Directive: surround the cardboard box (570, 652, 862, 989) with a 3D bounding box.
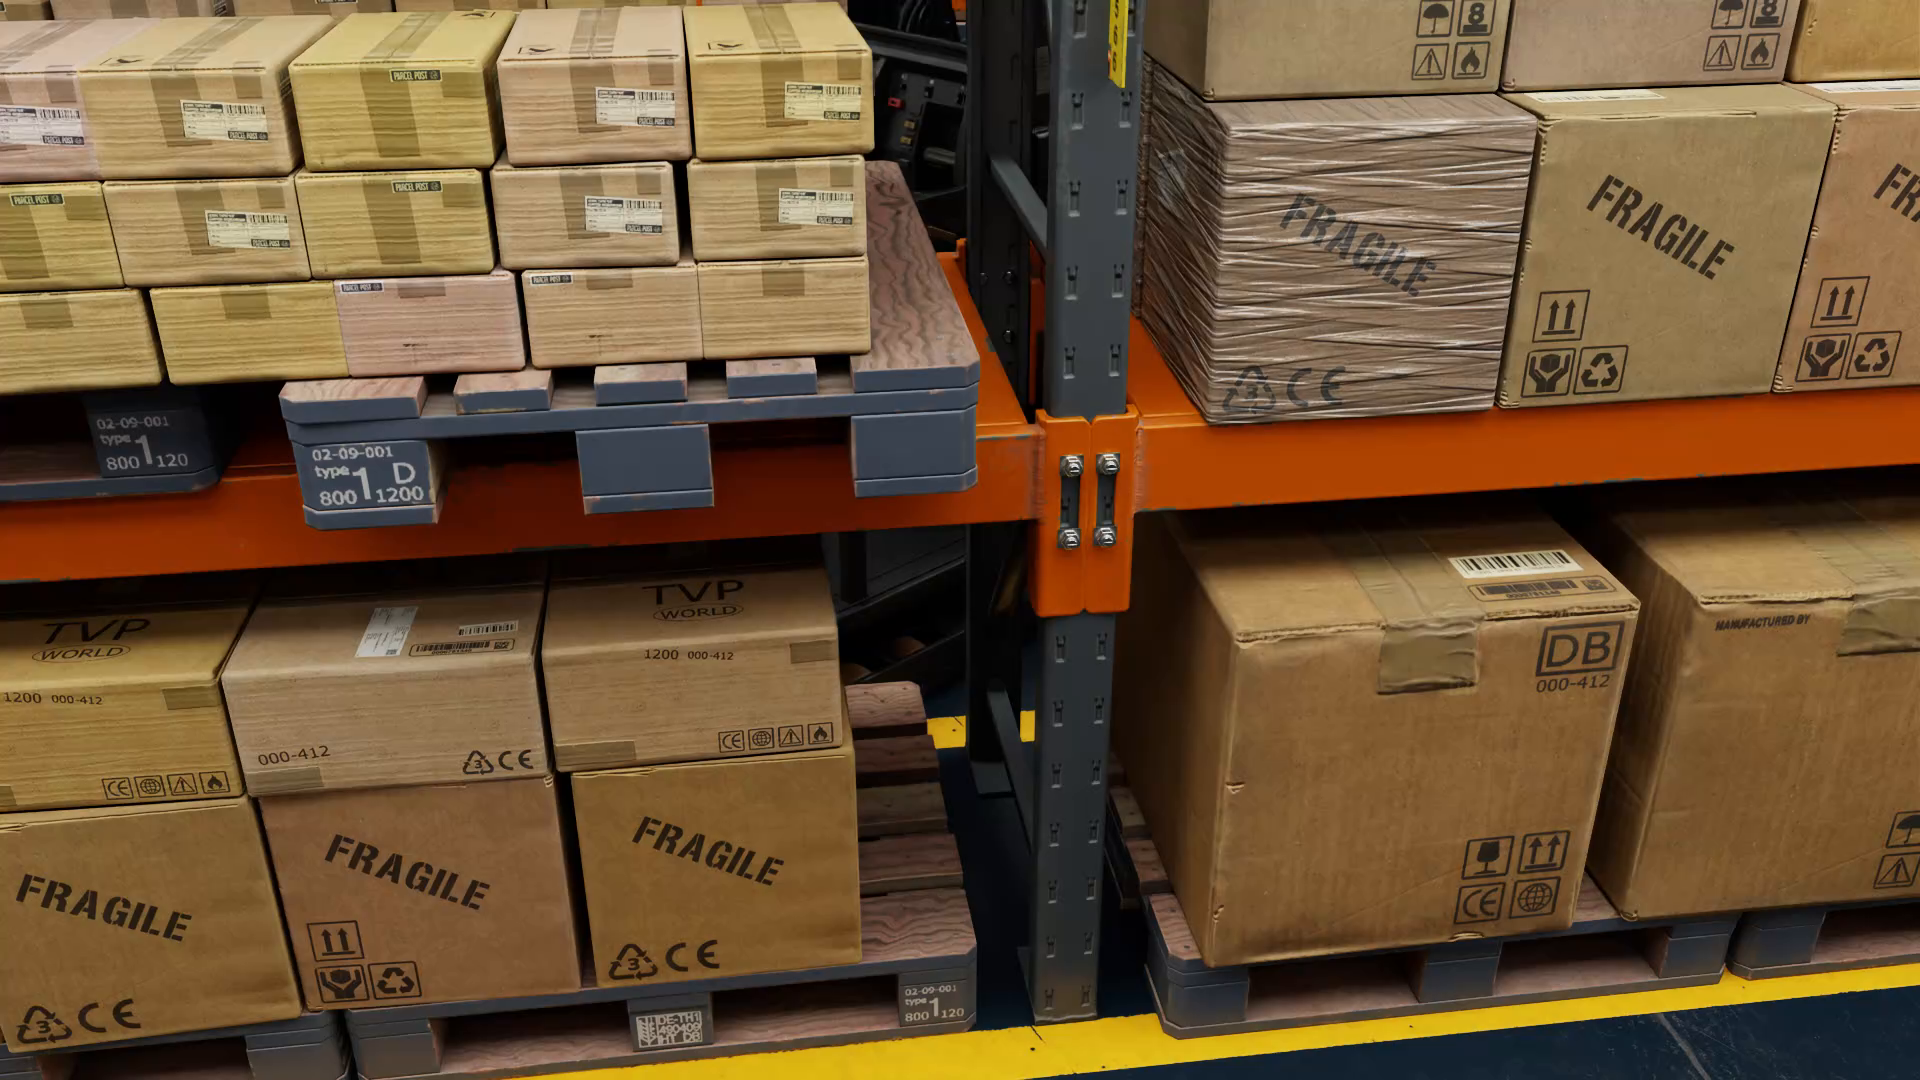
[{"bbox_3d":[-0.471,0.499,3.270,0.500,0.500,0.500,-4,27,-7],"label":"cardboard box"}]

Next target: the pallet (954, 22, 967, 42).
[{"bbox_3d":[-0.520,-3.855,12.532,1.213,0.211,1.003,-4,27,-7],"label":"pallet"}]

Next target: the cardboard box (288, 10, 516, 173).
[{"bbox_3d":[-0.785,-0.656,2.406,0.250,0.149,0.380,-3,27,-6],"label":"cardboard box"}]

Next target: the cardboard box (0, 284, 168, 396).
[{"bbox_3d":[-1.294,-0.359,2.478,0.250,0.149,0.380,-5,28,-9],"label":"cardboard box"}]

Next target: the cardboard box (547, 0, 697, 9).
[{"bbox_3d":[-0.606,-0.966,3.010,0.250,0.149,0.380,-4,27,-9],"label":"cardboard box"}]

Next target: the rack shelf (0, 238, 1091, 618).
[{"bbox_3d":[-1.836,-0.139,3.023,4.000,0.370,1.077,-4,27,-7],"label":"rack shelf"}]

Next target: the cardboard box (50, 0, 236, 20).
[{"bbox_3d":[-1.379,-0.918,2.916,0.250,0.149,0.380,-2,27,-5],"label":"cardboard box"}]

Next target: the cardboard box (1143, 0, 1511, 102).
[{"bbox_3d":[0.591,-1.100,2.902,0.500,0.500,0.700,-4,27,-7],"label":"cardboard box"}]

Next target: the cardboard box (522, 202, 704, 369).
[{"bbox_3d":[-0.526,-0.407,2.573,0.250,0.149,0.380,-4,27,-7],"label":"cardboard box"}]

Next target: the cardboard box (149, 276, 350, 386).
[{"bbox_3d":[-1.028,-0.376,2.513,0.250,0.149,0.380,-4,27,-8],"label":"cardboard box"}]

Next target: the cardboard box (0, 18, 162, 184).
[{"bbox_3d":[-1.289,-0.625,2.345,0.250,0.149,0.380,-4,27,-7],"label":"cardboard box"}]

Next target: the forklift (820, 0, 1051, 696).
[{"bbox_3d":[-0.422,-1.083,4.149,3.031,2.935,1.130,-24,36,-38],"label":"forklift"}]

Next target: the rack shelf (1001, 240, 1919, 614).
[{"bbox_3d":[2.125,-0.393,3.519,4.000,0.370,1.077,-4,27,-7],"label":"rack shelf"}]

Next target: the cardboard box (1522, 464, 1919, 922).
[{"bbox_3d":[1.625,0.173,3.632,0.750,0.750,1.050,-3,27,-6],"label":"cardboard box"}]

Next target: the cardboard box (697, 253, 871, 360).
[{"bbox_3d":[-0.280,-0.422,2.602,0.250,0.149,0.380,-3,27,-6],"label":"cardboard box"}]

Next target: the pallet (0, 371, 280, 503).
[{"bbox_3d":[-1.810,-0.356,2.869,1.213,0.211,1.003,-4,27,-7],"label":"pallet"}]

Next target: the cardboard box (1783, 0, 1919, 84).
[{"bbox_3d":[1.599,-1.166,3.032,0.500,0.500,0.700,-4,27,-8],"label":"cardboard box"}]

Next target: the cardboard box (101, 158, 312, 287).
[{"bbox_3d":[-1.053,-0.505,2.438,0.250,0.149,0.380,-4,27,-7],"label":"cardboard box"}]

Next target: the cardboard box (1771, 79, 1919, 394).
[{"bbox_3d":[1.629,-0.603,3.029,0.500,0.500,0.500,-4,27,-7],"label":"cardboard box"}]

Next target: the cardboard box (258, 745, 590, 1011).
[{"bbox_3d":[-0.985,0.530,3.209,0.500,0.500,0.500,-3,27,-5],"label":"cardboard box"}]

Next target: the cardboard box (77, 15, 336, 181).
[{"bbox_3d":[-1.049,-0.637,2.370,0.250,0.149,0.380,-3,27,-6],"label":"cardboard box"}]

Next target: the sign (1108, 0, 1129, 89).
[{"bbox_3d":[0.230,-0.821,2.384,0.005,0.325,0.100,-4,27,-7],"label":"sign"}]

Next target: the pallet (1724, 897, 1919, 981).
[{"bbox_3d":[2.141,0.562,3.923,1.213,0.211,1.003,-4,27,-7],"label":"pallet"}]

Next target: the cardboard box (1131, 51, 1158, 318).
[{"bbox_3d":[0.553,-0.781,3.376,0.500,0.500,0.500,-4,27,-7],"label":"cardboard box"}]

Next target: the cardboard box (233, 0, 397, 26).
[{"bbox_3d":[-1.112,-0.936,2.951,0.250,0.149,0.380,-5,28,-9],"label":"cardboard box"}]

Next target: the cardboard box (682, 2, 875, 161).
[{"bbox_3d":[-0.277,-0.688,2.468,0.250,0.149,0.380,-5,28,-9],"label":"cardboard box"}]

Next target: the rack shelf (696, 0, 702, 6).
[{"bbox_3d":[-2.626,-2.370,7.372,4.000,0.370,1.077,-4,27,-7],"label":"rack shelf"}]

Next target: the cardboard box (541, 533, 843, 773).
[{"bbox_3d":[-0.496,0.167,3.095,0.500,0.250,0.500,-4,27,-8],"label":"cardboard box"}]

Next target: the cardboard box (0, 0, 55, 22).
[{"bbox_3d":[-1.641,-0.900,2.881,0.250,0.149,0.380,-3,27,-6],"label":"cardboard box"}]

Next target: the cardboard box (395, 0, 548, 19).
[{"bbox_3d":[-0.849,-0.952,2.984,0.250,0.149,0.380,-4,27,-7],"label":"cardboard box"}]

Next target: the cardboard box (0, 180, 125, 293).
[{"bbox_3d":[-1.300,-0.490,2.409,0.250,0.149,0.380,-4,27,-7],"label":"cardboard box"}]

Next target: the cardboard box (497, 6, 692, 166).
[{"bbox_3d":[-0.526,-0.673,2.439,0.250,0.149,0.380,-4,27,-8],"label":"cardboard box"}]

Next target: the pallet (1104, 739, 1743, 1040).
[{"bbox_3d":[0.936,0.638,3.775,1.213,0.211,1.003,-4,27,-7],"label":"pallet"}]

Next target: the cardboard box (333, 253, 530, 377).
[{"bbox_3d":[-0.781,-0.391,2.541,0.250,0.149,0.380,-3,27,-6],"label":"cardboard box"}]

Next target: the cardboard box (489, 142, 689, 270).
[{"bbox_3d":[-0.545,-0.539,2.503,0.250,0.149,0.380,-3,27,-5],"label":"cardboard box"}]

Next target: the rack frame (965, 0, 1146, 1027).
[{"bbox_3d":[0.145,-0.586,3.107,0.127,3.000,1.000,-4,27,-7],"label":"rack frame"}]

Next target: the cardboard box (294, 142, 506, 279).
[{"bbox_3d":[-0.805,-0.521,2.468,0.250,0.149,0.380,-3,27,-6],"label":"cardboard box"}]

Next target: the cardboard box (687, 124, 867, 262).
[{"bbox_3d":[-0.281,-0.556,2.538,0.250,0.149,0.380,-3,27,-6],"label":"cardboard box"}]

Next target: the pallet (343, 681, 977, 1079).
[{"bbox_3d":[-0.629,0.703,3.648,1.213,0.211,1.003,-4,27,-7],"label":"pallet"}]

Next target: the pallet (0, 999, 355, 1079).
[{"bbox_3d":[-1.835,0.780,3.499,1.213,0.211,1.003,-4,27,-7],"label":"pallet"}]

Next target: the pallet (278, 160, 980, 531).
[{"bbox_3d":[-0.546,-0.407,2.968,1.003,0.211,1.213,-4,27,-7],"label":"pallet"}]

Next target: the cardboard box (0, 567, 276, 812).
[{"bbox_3d":[-1.500,0.230,2.973,0.500,0.250,0.500,-3,27,-6],"label":"cardboard box"}]

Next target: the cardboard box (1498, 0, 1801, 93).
[{"bbox_3d":[1.091,-1.132,2.966,0.500,0.500,0.700,-4,27,-8],"label":"cardboard box"}]

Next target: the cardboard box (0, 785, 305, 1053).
[{"bbox_3d":[-1.507,0.571,3.129,0.500,0.500,0.500,-5,28,-9],"label":"cardboard box"}]

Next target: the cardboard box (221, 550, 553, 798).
[{"bbox_3d":[-0.995,0.205,3.022,0.500,0.250,0.500,-3,27,-6],"label":"cardboard box"}]

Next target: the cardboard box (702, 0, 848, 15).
[{"bbox_3d":[-0.344,-0.984,3.045,0.250,0.149,0.380,-4,27,-7],"label":"cardboard box"}]

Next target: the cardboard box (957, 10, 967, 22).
[{"bbox_3d":[-0.075,-4.270,12.428,0.625,0.625,0.875,-3,27,-5],"label":"cardboard box"}]

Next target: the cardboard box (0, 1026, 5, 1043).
[{"bbox_3d":[-2.007,0.593,3.087,0.500,0.500,0.500,-3,27,-6],"label":"cardboard box"}]

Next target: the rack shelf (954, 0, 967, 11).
[{"bbox_3d":[1.335,-2.625,7.867,4.000,0.370,1.077,-4,27,-7],"label":"rack shelf"}]

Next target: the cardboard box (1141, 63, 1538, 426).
[{"bbox_3d":[0.627,-0.537,2.902,0.500,0.500,0.500,-3,27,-7],"label":"cardboard box"}]

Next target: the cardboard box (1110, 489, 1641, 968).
[{"bbox_3d":[0.760,0.230,3.521,0.750,0.750,1.050,-4,27,-8],"label":"cardboard box"}]

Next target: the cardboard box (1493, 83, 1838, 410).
[{"bbox_3d":[1.130,-0.571,2.967,0.500,0.500,0.500,-4,27,-8],"label":"cardboard box"}]
